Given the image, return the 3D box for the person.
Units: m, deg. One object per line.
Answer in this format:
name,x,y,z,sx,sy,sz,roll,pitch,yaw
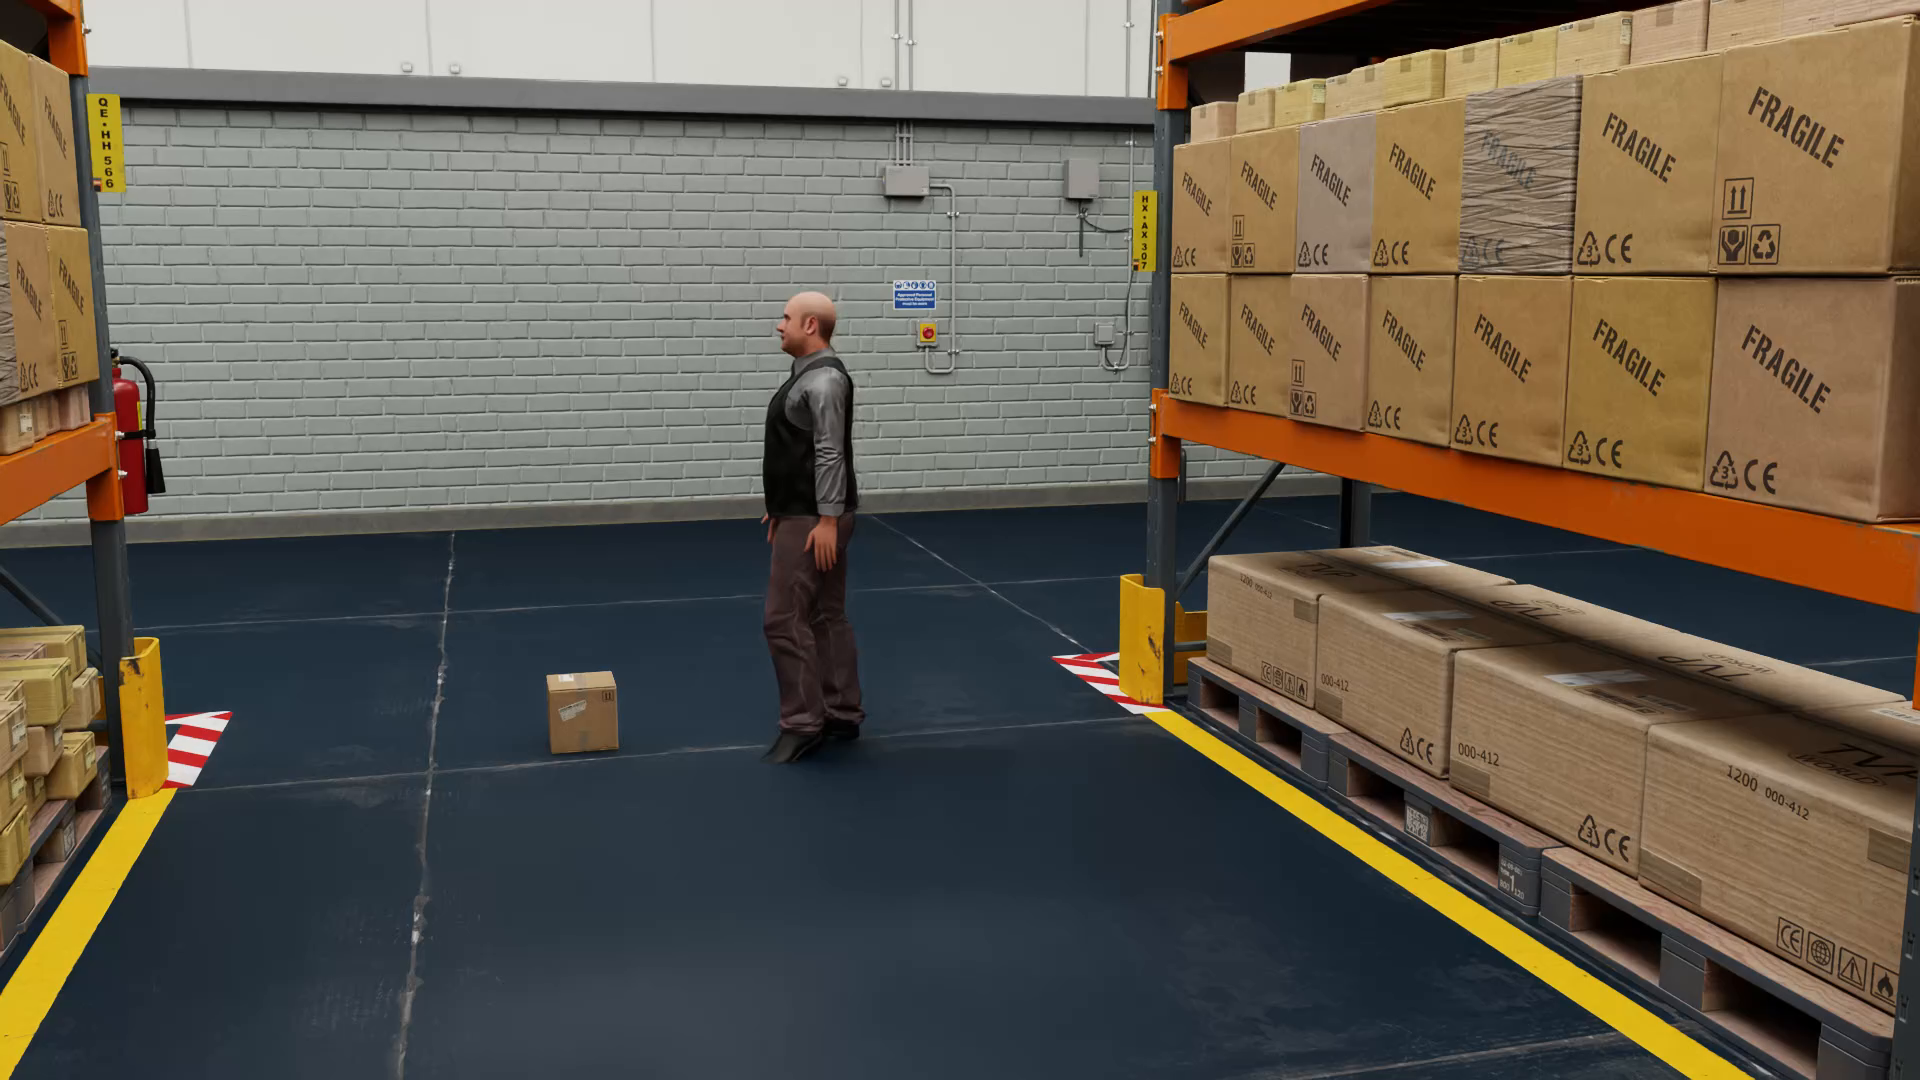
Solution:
person,-0.569,-0.040,6.312,0.416,1.787,0.558,0,9,-1
